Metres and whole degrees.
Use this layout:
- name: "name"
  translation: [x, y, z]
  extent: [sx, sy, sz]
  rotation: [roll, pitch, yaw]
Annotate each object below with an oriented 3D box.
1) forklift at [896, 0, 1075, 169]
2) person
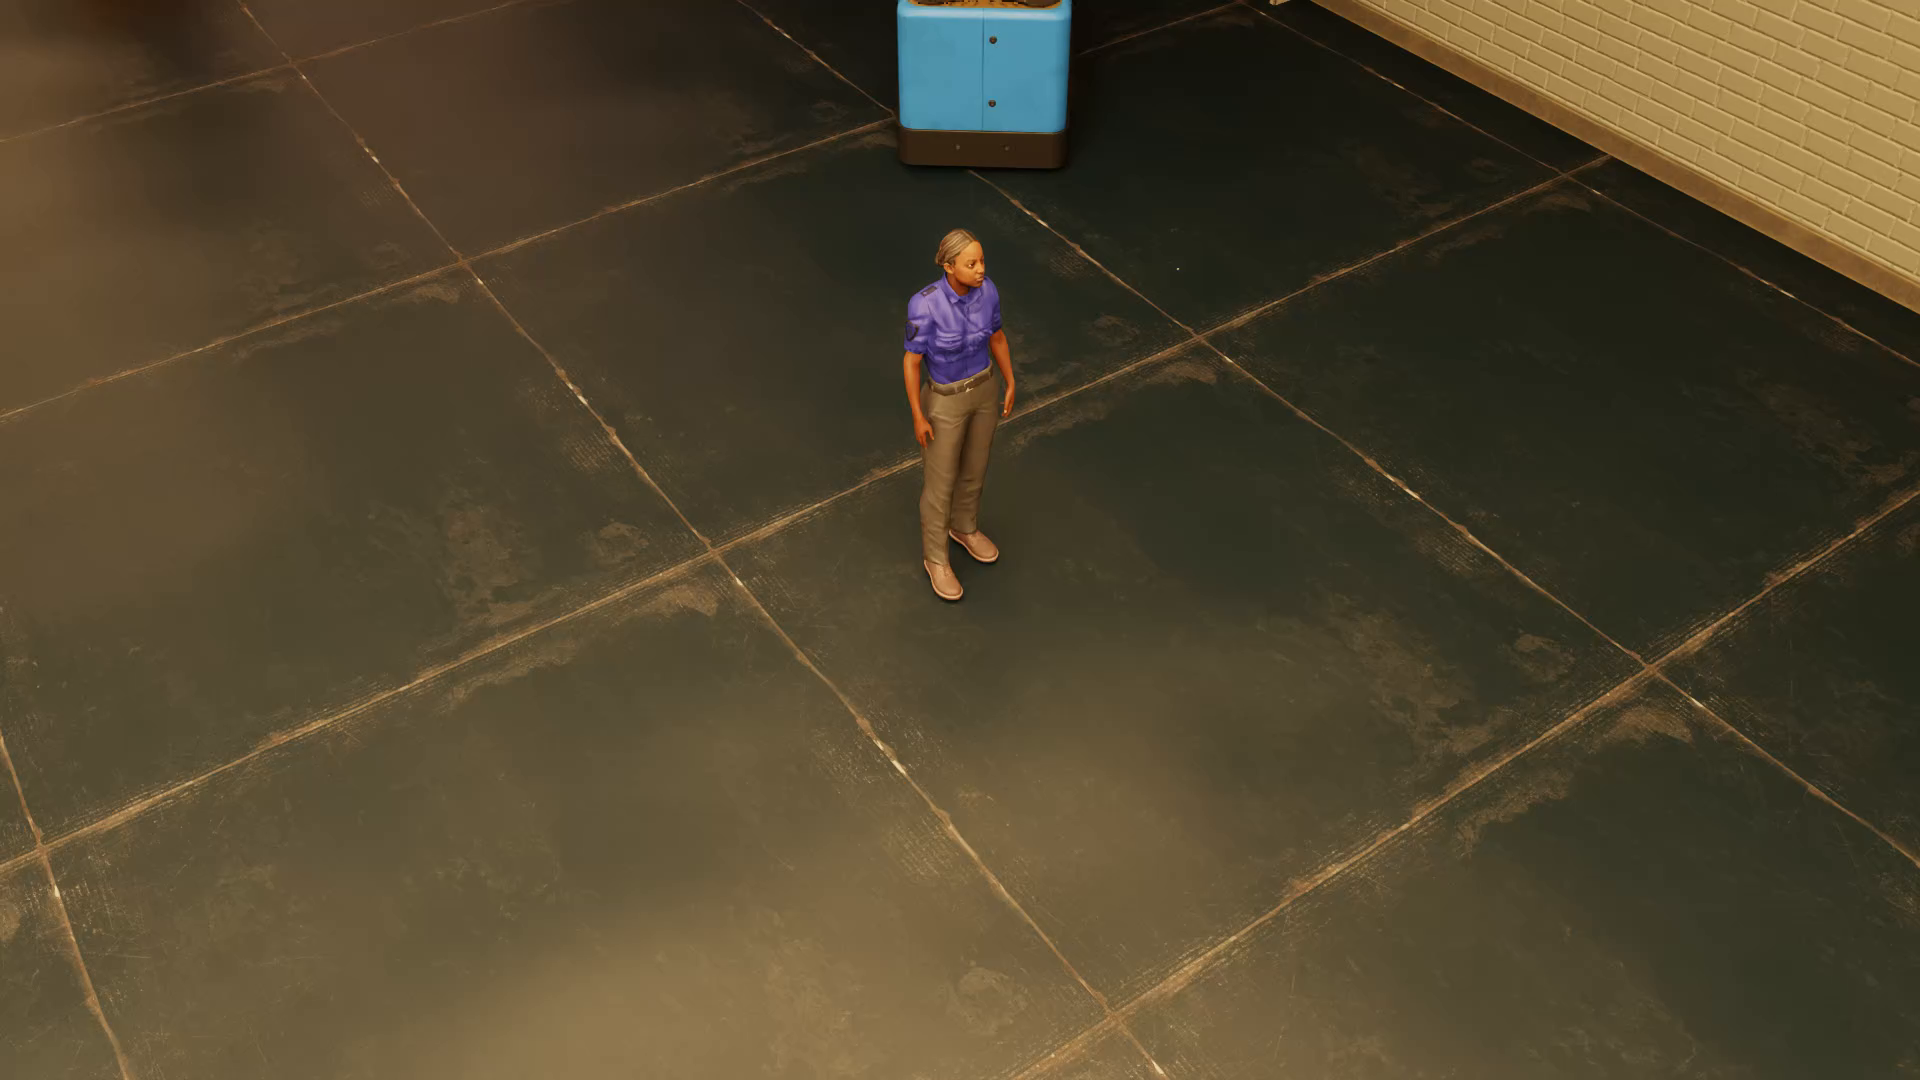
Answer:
- name: "forklift"
  translation: [0.216, -4.354, 10.440]
  extent: [1.130, 2.935, 3.031]
  rotation: [2, 43, 2]
- name: "person"
  translation: [0.034, -0.552, 7.256]
  extent: [0.570, 1.642, 0.503]
  rotation: [-25, 48, -25]
